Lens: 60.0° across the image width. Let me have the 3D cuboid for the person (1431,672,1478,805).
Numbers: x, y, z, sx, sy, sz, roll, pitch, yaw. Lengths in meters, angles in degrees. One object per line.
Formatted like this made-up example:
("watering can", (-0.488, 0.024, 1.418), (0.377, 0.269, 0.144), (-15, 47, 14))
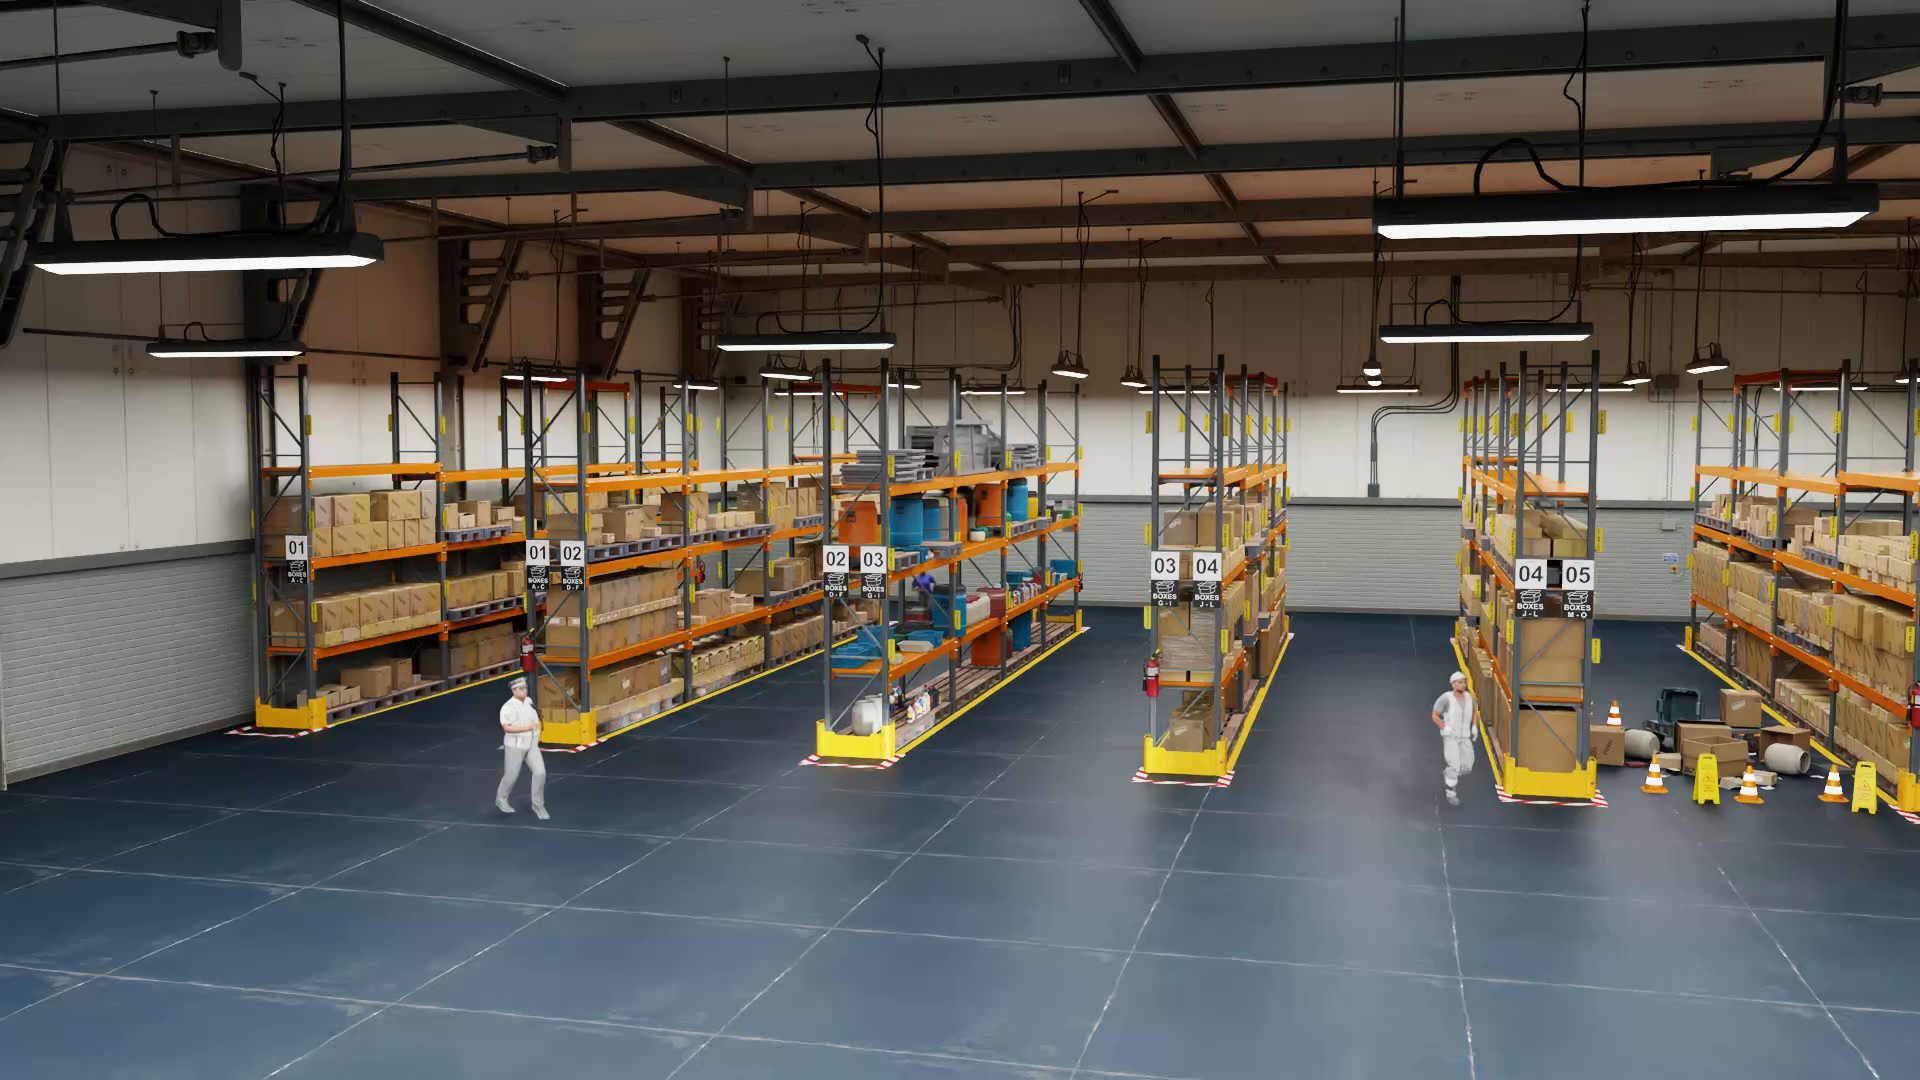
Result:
("person", (6.607, 2.621, 22.117), (0.708, 1.752, 0.584), (-1, 4, -15))

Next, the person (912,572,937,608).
("person", (-0.869, 1.438, 40.314), (0.607, 1.648, 0.848), (0, 4, 2))

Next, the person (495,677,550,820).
("person", (-5.592, 2.654, 21.184), (0.782, 1.847, 0.634), (3, 5, 35))
